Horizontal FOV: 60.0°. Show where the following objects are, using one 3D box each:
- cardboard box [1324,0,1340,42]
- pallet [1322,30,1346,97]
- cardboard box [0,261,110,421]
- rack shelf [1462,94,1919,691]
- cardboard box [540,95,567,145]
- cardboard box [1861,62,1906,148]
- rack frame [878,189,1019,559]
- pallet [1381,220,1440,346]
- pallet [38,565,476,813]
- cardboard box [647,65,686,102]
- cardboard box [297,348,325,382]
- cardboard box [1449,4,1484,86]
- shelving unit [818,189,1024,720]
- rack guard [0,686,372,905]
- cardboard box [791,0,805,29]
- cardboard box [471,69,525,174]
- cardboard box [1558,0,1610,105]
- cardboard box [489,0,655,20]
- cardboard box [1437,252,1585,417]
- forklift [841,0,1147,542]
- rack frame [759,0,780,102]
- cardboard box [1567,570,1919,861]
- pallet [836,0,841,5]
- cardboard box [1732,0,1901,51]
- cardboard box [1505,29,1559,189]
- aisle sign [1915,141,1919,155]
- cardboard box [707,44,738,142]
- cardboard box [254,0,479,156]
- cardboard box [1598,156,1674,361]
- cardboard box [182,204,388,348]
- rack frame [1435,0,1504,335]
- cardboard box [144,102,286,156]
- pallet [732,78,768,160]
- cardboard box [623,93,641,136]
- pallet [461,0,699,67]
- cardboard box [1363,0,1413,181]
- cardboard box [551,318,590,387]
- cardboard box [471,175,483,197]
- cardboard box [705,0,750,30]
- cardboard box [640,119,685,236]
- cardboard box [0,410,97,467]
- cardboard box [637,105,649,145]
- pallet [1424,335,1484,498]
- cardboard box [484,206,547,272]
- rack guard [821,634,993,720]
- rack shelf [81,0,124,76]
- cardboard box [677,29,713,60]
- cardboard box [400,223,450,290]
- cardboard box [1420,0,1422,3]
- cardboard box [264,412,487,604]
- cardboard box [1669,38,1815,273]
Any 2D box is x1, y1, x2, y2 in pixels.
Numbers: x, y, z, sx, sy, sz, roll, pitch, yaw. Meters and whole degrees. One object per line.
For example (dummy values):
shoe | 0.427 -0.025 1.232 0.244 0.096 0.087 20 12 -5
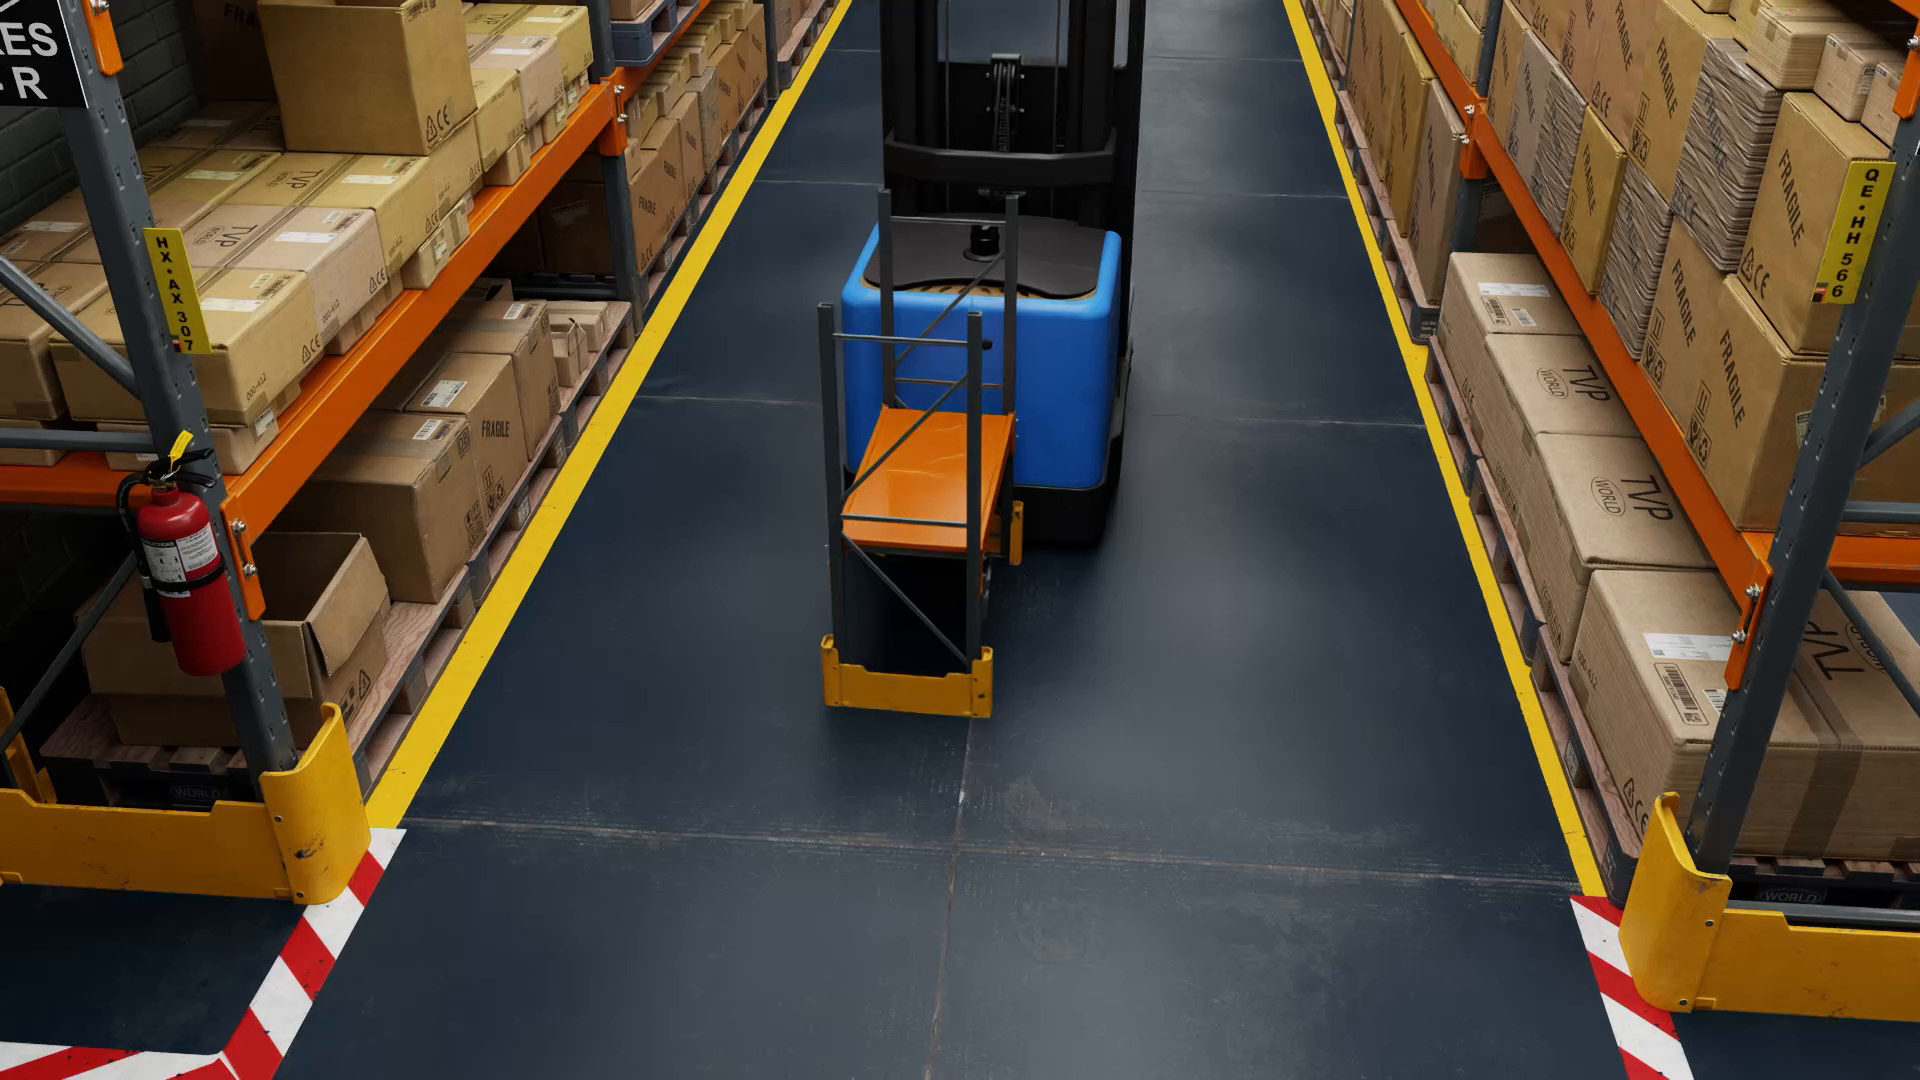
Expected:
cardboard box | 3.262 -3.971 12.439 0.950 0.372 0.625 2 32 3
pallet | 3.219 -3.451 12.149 1.003 0.211 1.213 2 32 4
cardboard box | -2.672 -0.571 4.677 0.500 0.250 0.500 3 32 5
rack shelf | 2.665 -0.786 5.852 1.077 0.370 4.000 2 32 4
cardboard box | -1.890 -1.790 7.035 0.380 0.149 0.250 3 32 5
cardboard box | 2.332 -0.987 3.826 0.380 0.149 0.250 3 32 5
rack frame | -0.043 -0.587 6.273 0.500 1.500 0.032 4 32 7
pallet | 2.816 -1.358 8.752 1.003 0.211 1.213 2 32 4
pallet | -2.375 0.474 5.780 1.003 0.211 1.213 2 32 4
cardboard box | -1.781 -2.601 9.475 0.380 0.149 0.250 4 32 6
cardboard box | -2.184 -0.584 5.078 0.380 0.149 0.250 2 32 3
cardboard box | 2.613 -2.320 7.798 0.500 0.250 0.500 2 32 3
shelving unit | -0.114 -0.318 5.837 0.587 1.500 1.083 4 32 7
rack guard | -2.439 0.768 5.028 1.175 0.500 0.348 2 32 4
cardboard box | -1.684 -4.275 12.691 0.875 0.625 0.625 3 32 6
cardboard box | -1.998 -1.611 6.365 0.500 0.250 0.500 2 32 4
cardboard box | 2.448 -1.836 5.823 0.500 0.500 0.500 3 32 5
cardboard box | -1.857 -2.813 7.960 0.700 0.500 0.500 3 32 5
cardboard box | 2.670 -0.902 7.397 0.875 0.438 0.875 2 32 3
forklift | 0.249 -1.994 7.191 1.130 2.935 3.031 4 32 7
rack frame | -1.794 -4.440 11.095 1.000 3.000 0.127 2 32 4
cardboard box | 2.456 0.516 5.095 0.875 0.438 0.875 1 32 2
pallet | -1.489 -4.957 14.593 1.003 0.211 1.213 2 32 4
cardboard box | 2.327 -1.389 4.479 0.380 0.149 0.250 3 32 5
cardboard box | 2.484 -1.684 6.528 0.500 0.500 0.500 3 32 4
aisle sign | 2.188 -1.129 3.245 0.394 0.787 0.004 2 32 4
cardboard box | -1.705 -2.789 10.399 0.500 0.500 0.500 4 32 6
cardboard box | -2.018 -1.649 5.711 0.500 0.500 0.500 3 32 5
cardboard box | 2.366 -0.884 5.230 0.500 0.500 0.500 3 32 5
cardboard box | -2.099 -0.809 5.063 0.500 0.250 0.500 3 32 5
rack frame | 2.828 -2.138 7.360 1.000 3.000 0.127 2 32 4
cardboard box | -2.541 -1.373 5.978 0.500 0.250 0.500 2 32 4
pallet | -1.892 -2.864 11.196 1.003 0.211 1.213 2 32 4
cardboard box | -1.852 -2.180 8.508 0.380 0.149 0.250 1 32 2
pallet | -1.946 -2.680 8.422 1.003 0.211 1.213 2 32 4
cardboard box | 2.938 -2.680 9.865 0.875 0.875 0.875 3 32 5
cardboard box | -1.901 -0.873 7.512 0.396 0.266 0.258 4 32 6
cardboard box | -2.064 -1.389 6.384 0.380 0.149 0.250 3 32 5
cardboard box | -1.573 -3.417 10.800 0.380 0.149 0.250 1 32 1
cardboard box | -1.822 -1.985 9.094 0.500 0.500 0.500 2 32 3
cardboard box | -2.686 -0.334 4.673 0.380 0.149 0.250 2 32 3
cardboard box | -1.870 -2.198 8.822 0.380 0.149 0.250 1 32 1
pallet | 2.688 -0.557 7.452 1.003 0.211 1.213 2 32 4
cardboard box | -2.374 -1.732 8.684 0.500 0.500 0.500 2 32 4
rack guard | -0.182 0.473 5.745 0.587 0.250 0.087 4 32 7
rack shelf | -2.282 -2.273 5.406 1.077 0.370 4.000 2 32 4
cardboard box | -1.725 -3.015 10.147 0.380 0.149 0.250 2 32 3
cardboard box | -1.990 -0.981 5.723 0.380 0.149 0.250 2 32 3
cardboard box | 2.754 -3.119 9.095 0.500 0.250 0.500 2 32 4
cardboard box | -2.192 -0.132 6.088 0.700 0.500 0.500 4 32 6
cardboard box | 2.318 -1.052 4.549 0.500 0.500 0.500 3 32 4
